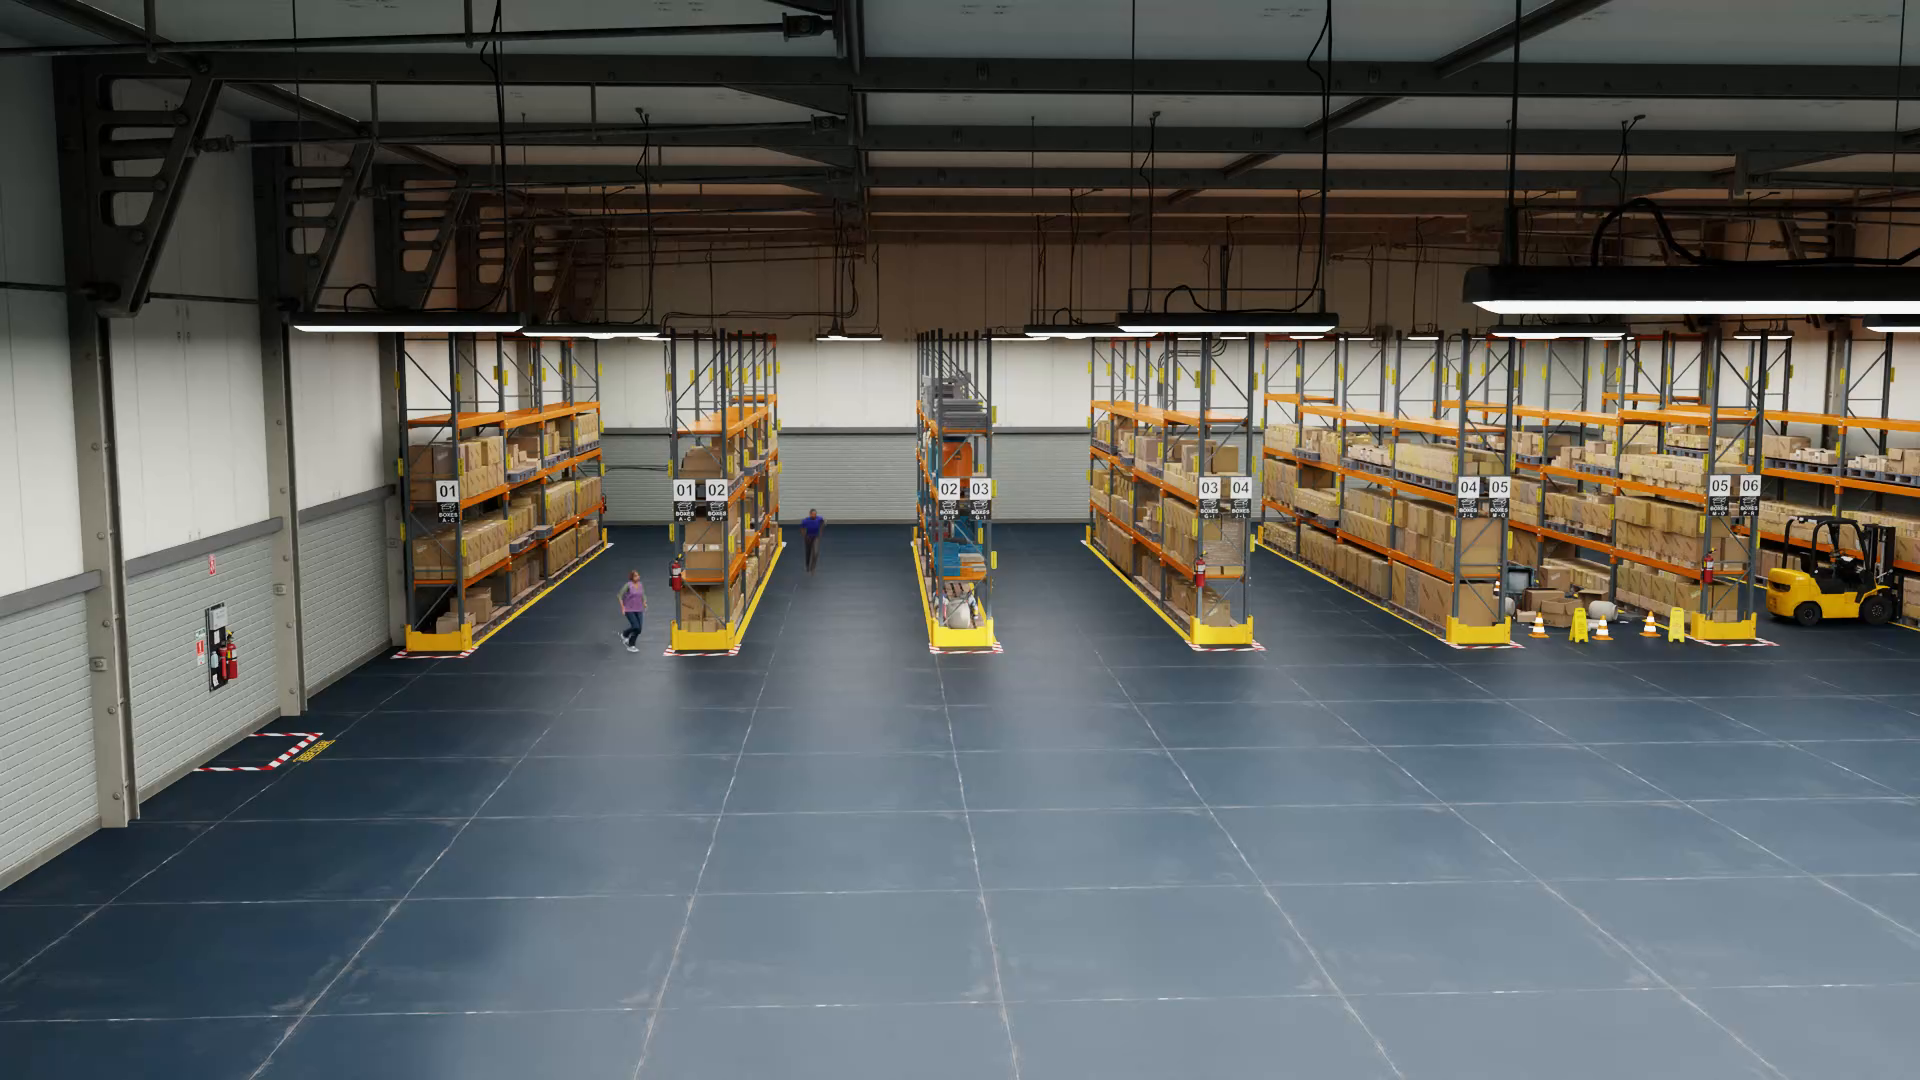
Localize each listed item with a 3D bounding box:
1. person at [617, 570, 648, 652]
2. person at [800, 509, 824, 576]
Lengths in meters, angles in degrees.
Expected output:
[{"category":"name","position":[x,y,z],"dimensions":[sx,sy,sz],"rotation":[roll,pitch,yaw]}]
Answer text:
[{"category":"person","position":[-6.051,1.323,30.884],"dimensions":[0.530,1.542,0.575],"rotation":[-6,9,-43]},{"category":"person","position":[-3.553,0.014,39.813],"dimensions":[0.598,1.602,0.909],"rotation":[-2,7,-17]}]
